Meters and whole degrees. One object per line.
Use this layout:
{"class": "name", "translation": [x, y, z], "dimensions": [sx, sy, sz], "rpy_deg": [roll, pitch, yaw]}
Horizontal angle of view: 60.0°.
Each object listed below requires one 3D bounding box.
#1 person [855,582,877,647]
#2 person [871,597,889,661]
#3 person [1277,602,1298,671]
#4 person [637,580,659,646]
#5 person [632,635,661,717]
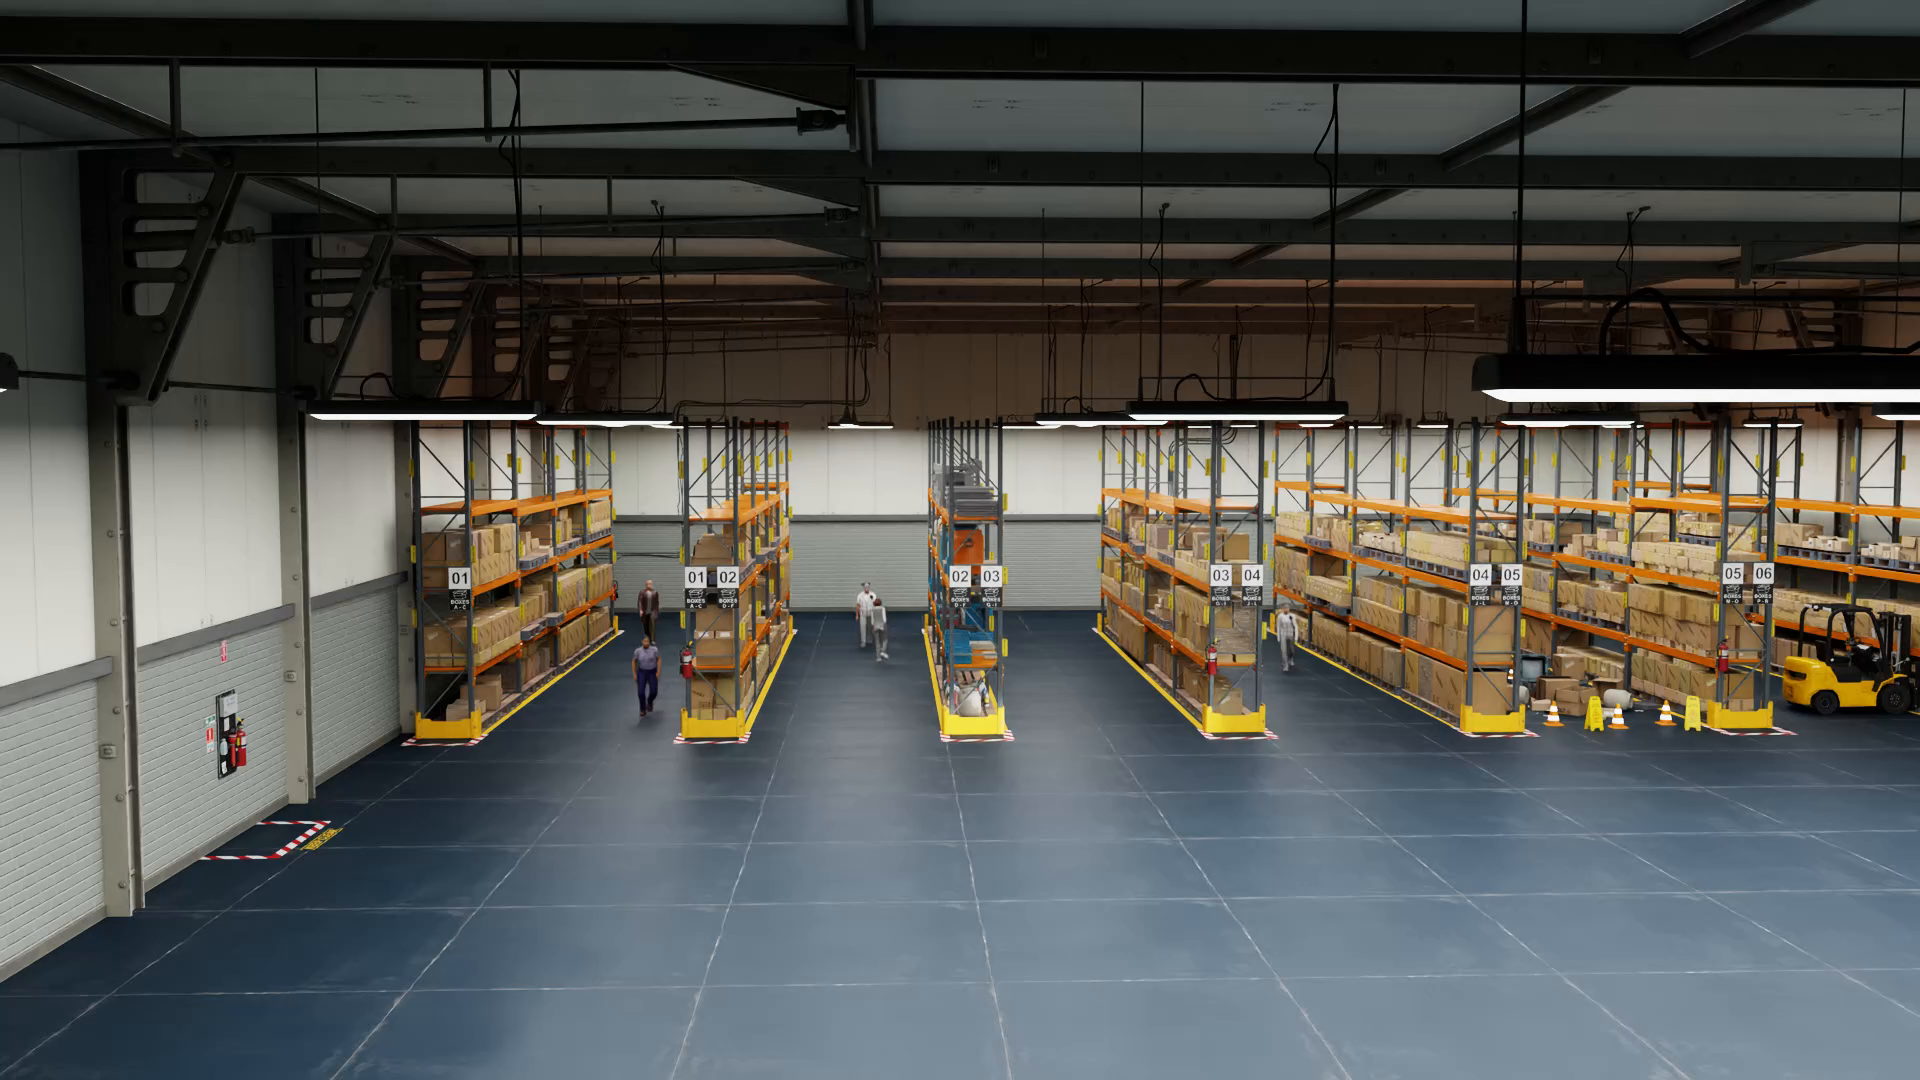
{"class": "person", "translation": [-2.474, 1.962, 44.207], "dimensions": [0.622, 1.709, 1.084], "rpy_deg": [0, 4, -2]}
{"class": "person", "translation": [-2.003, 2.215, 41.467], "dimensions": [0.455, 1.584, 0.443], "rpy_deg": [0, 4, 6]}
{"class": "person", "translation": [7.864, 2.295, 39.965], "dimensions": [0.500, 1.632, 0.941], "rpy_deg": [1, 4, 9]}
{"class": "person", "translation": [-8.340, 1.932, 44.445], "dimensions": [0.547, 1.715, 1.107], "rpy_deg": [0, 4, -7]}
{"class": "person", "translation": [-6.348, 2.732, 33.674], "dimensions": [0.571, 1.617, 0.557], "rpy_deg": [-1, 4, -11]}
